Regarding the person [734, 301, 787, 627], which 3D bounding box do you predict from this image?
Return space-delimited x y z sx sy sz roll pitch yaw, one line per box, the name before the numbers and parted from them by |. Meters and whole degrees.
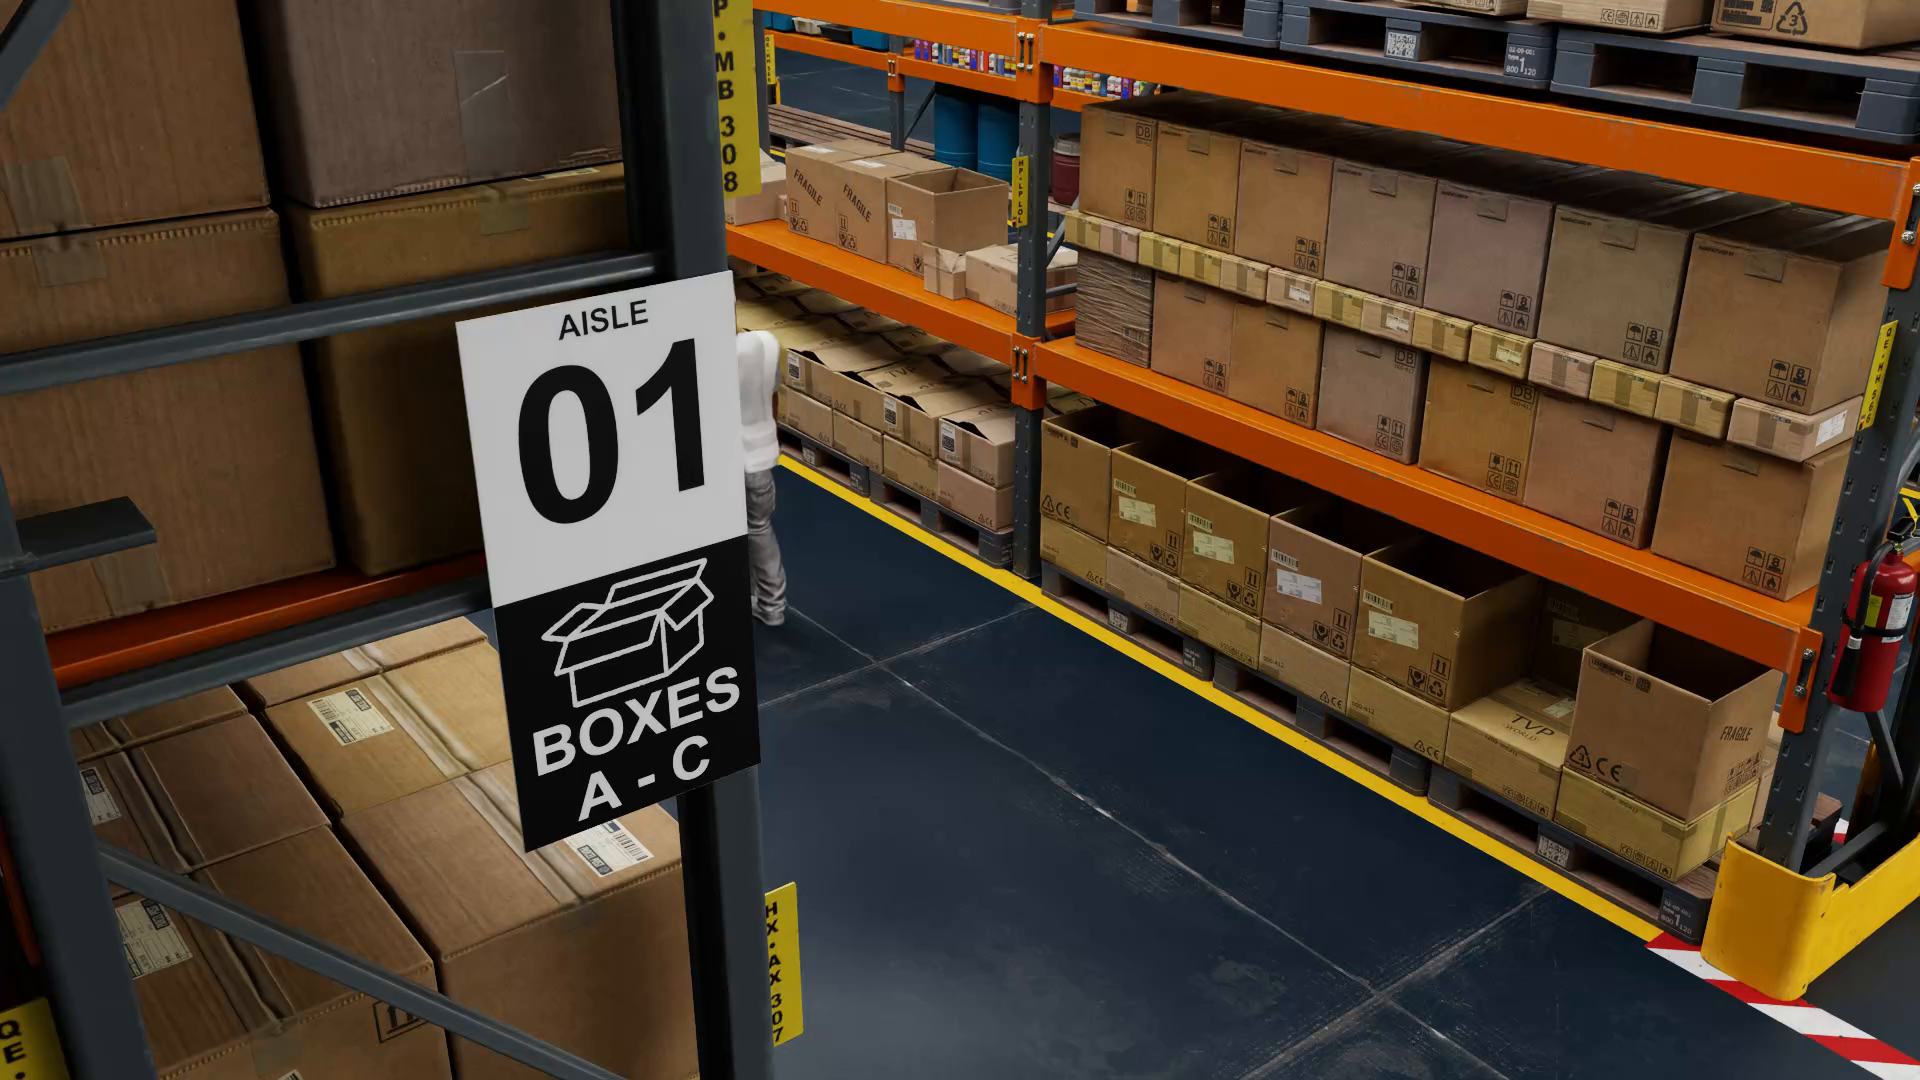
person | -1.104 -0.374 7.880 0.563 1.754 0.414 -17 30 -33
